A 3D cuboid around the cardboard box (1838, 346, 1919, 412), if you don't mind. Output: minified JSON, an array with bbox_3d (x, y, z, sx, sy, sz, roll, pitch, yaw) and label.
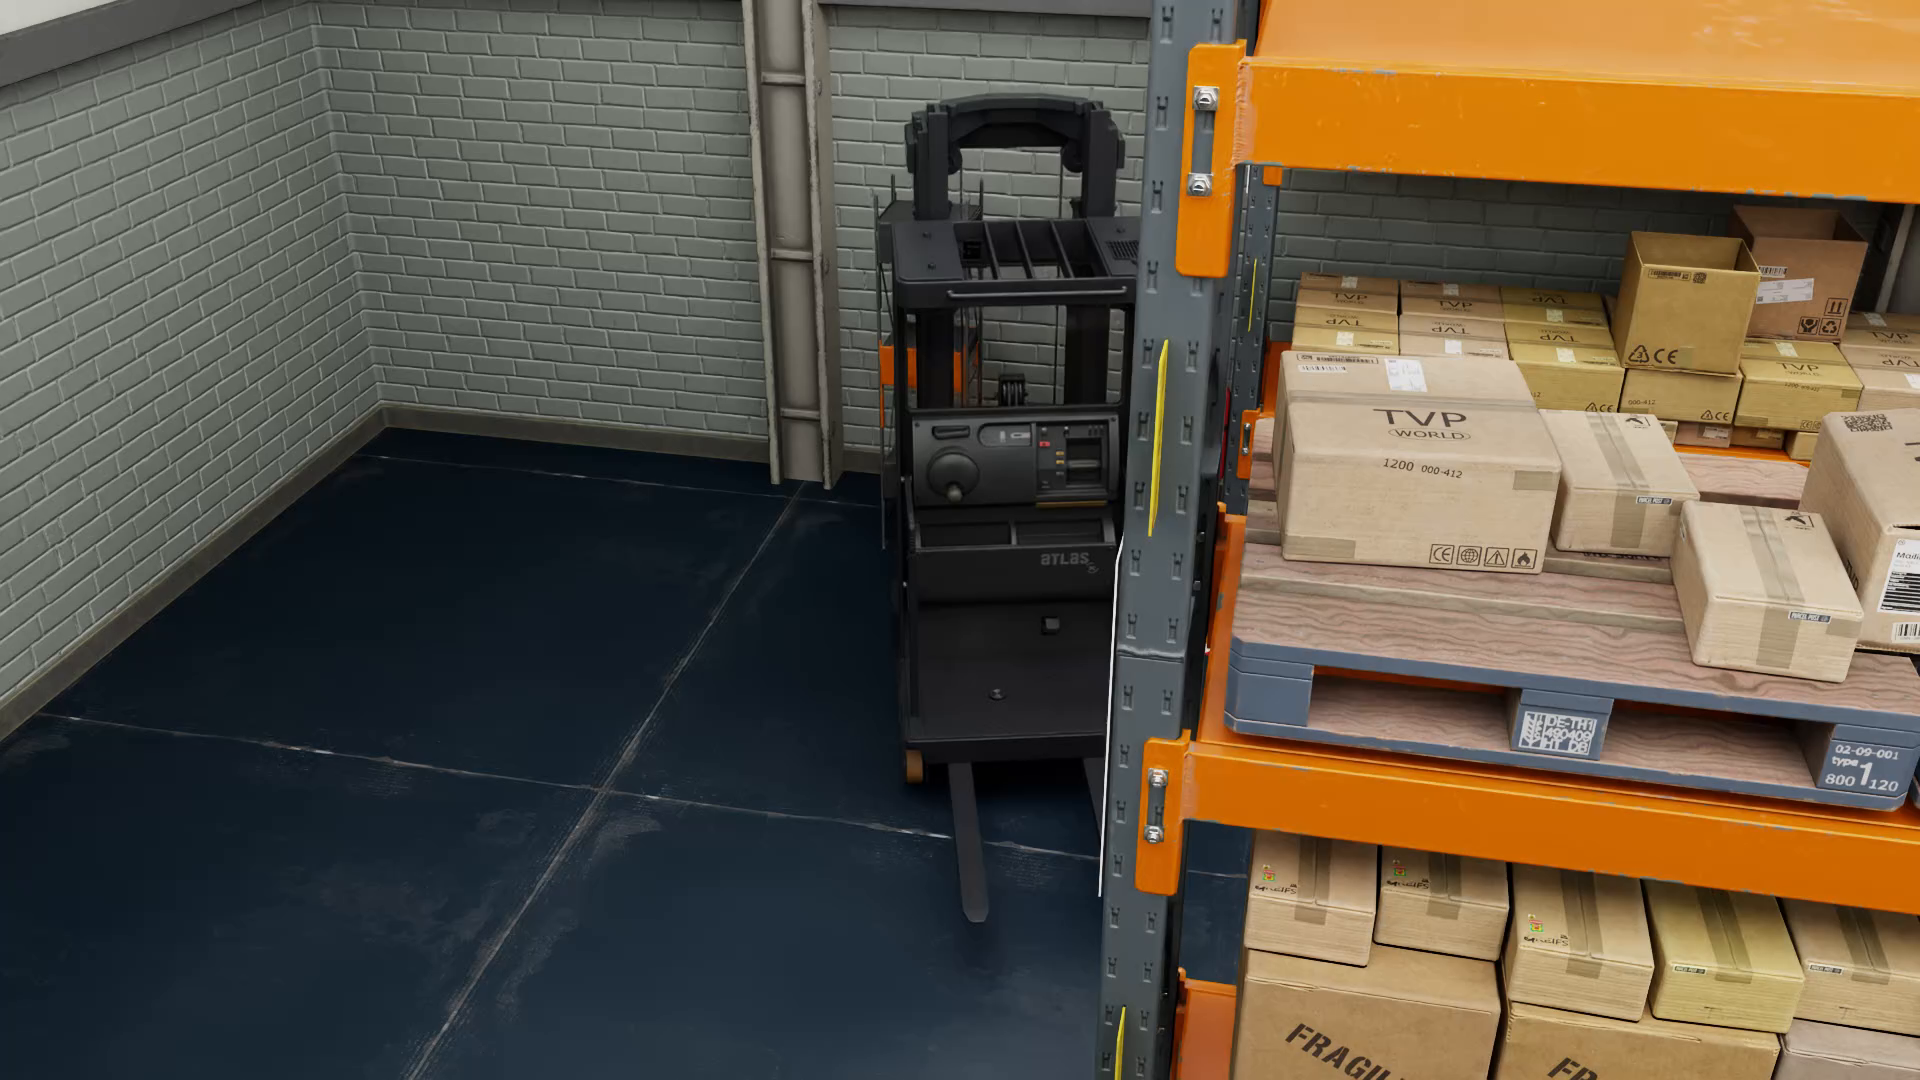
[{"bbox_3d":[4.361,-0.671,7.699,0.500,0.250,0.500,6,29,11],"label":"cardboard box"}]

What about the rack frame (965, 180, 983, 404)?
[{"bbox_3d":[0.077,-0.913,9.231,0.015,2.100,0.400,6,29,11],"label":"rack frame"}]

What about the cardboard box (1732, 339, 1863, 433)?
[{"bbox_3d":[3.876,-0.727,7.802,0.500,0.250,0.500,6,29,10],"label":"cardboard box"}]

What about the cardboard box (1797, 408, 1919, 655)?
[{"bbox_3d":[1.911,-0.028,3.105,0.500,0.311,0.500,6,29,11],"label":"cardboard box"}]

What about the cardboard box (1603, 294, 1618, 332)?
[{"bbox_3d":[3.495,-1.014,8.326,0.500,0.250,0.500,6,29,10],"label":"cardboard box"}]

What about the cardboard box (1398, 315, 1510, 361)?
[{"bbox_3d":[2.371,-0.870,8.062,0.500,0.250,0.500,6,29,11],"label":"cardboard box"}]

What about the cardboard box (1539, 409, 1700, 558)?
[{"bbox_3d":[1.344,-0.123,3.447,0.250,0.149,0.380,4,29,7],"label":"cardboard box"}]

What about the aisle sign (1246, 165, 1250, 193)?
[{"bbox_3d":[1.363,-2.037,7.640,0.004,0.787,0.394,6,29,11],"label":"aisle sign"}]

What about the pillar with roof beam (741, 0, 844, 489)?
[{"bbox_3d":[-1.857,-2.331,4.637,0.400,9.000,9.100,6,29,11],"label":"pillar with roof beam"}]

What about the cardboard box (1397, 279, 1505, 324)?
[{"bbox_3d":[2.500,-1.119,8.516,0.500,0.250,0.500,6,29,11],"label":"cardboard box"}]

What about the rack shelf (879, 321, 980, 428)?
[{"bbox_3d":[-0.162,-0.926,9.283,0.480,0.518,0.431,6,29,11],"label":"rack shelf"}]

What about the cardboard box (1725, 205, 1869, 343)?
[{"bbox_3d":[4.002,-1.295,8.057,0.500,0.500,0.500,5,29,9],"label":"cardboard box"}]

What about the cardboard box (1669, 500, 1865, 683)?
[{"bbox_3d":[1.474,0.087,3.064,0.250,0.149,0.380,7,29,12],"label":"cardboard box"}]

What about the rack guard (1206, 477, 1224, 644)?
[{"bbox_3d":[1.565,0.076,9.090,0.348,0.500,1.175,6,29,11],"label":"rack guard"}]

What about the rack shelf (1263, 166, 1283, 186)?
[{"bbox_3d":[3.447,-1.828,7.590,4.000,0.370,1.077,6,29,11],"label":"rack shelf"}]

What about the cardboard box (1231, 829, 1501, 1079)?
[{"bbox_3d":[0.868,1.003,3.649,0.500,0.500,0.500,5,29,9],"label":"cardboard box"}]

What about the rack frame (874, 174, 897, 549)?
[{"bbox_3d":[-0.401,-0.962,9.321,0.015,2.100,0.400,6,29,11],"label":"rack frame"}]

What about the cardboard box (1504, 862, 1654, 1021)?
[{"bbox_3d":[1.249,0.775,3.390,0.250,0.149,0.380,7,29,12],"label":"cardboard box"}]

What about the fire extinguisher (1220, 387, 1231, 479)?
[{"bbox_3d":[1.251,-0.628,8.243,0.183,0.674,0.296,6,29,11],"label":"fire extinguisher"}]

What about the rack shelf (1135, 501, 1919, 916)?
[{"bbox_3d":[2.414,0.504,3.331,4.000,0.370,1.077,6,29,11],"label":"rack shelf"}]

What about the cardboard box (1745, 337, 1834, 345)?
[{"bbox_3d":[3.979,-0.968,8.240,0.500,0.250,0.500,6,29,12],"label":"cardboard box"}]

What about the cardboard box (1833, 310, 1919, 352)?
[{"bbox_3d":[4.483,-0.915,8.144,0.500,0.250,0.500,6,29,10],"label":"cardboard box"}]

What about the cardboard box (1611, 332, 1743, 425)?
[{"bbox_3d":[3.372,-0.780,7.897,0.500,0.250,0.500,5,29,9],"label":"cardboard box"}]

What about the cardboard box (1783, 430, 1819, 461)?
[{"bbox_3d":[4.013,-0.512,7.823,0.250,0.149,0.380,5,29,10],"label":"cardboard box"}]

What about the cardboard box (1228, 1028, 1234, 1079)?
[{"bbox_3d":[0.867,1.443,3.887,0.500,0.500,0.500,6,29,10],"label":"cardboard box"}]

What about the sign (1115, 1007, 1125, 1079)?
[{"bbox_3d":[0.336,1.149,3.543,0.005,0.325,0.100,6,29,11],"label":"sign"}]

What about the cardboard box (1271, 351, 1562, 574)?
[{"bbox_3d":[0.917,-0.172,3.431,0.500,0.250,0.500,3,29,6],"label":"cardboard box"}]

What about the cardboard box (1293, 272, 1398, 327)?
[{"bbox_3d":[1.996,-1.171,8.612,0.500,0.250,0.500,7,29,12],"label":"cardboard box"}]

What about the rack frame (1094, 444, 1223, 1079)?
[{"bbox_3d":[0.458,1.304,4.245,0.127,3.000,1.000,6,29,11],"label":"rack frame"}]

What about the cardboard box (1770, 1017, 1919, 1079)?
[{"bbox_3d":[1.880,1.100,3.473,0.500,0.500,0.500,6,29,10],"label":"cardboard box"}]

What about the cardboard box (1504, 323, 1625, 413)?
[{"bbox_3d":[2.868,-0.821,7.972,0.500,0.250,0.500,5,29,10],"label":"cardboard box"}]

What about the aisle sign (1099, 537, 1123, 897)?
[{"bbox_3d":[0.327,0.292,3.385,0.004,0.787,0.394,6,29,11],"label":"aisle sign"}]

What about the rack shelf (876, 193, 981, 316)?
[{"bbox_3d":[-0.162,-1.540,8.946,0.480,0.518,0.431,6,29,11],"label":"rack shelf"}]

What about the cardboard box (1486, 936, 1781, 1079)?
[{"bbox_3d":[1.375,1.052,3.560,0.500,0.500,0.500,5,29,9],"label":"cardboard box"}]

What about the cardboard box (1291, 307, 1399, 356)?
[{"bbox_3d":[1.878,-0.921,8.154,0.500,0.250,0.500,6,29,11],"label":"cardboard box"}]

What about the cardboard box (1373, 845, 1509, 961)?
[{"bbox_3d":[1.019,0.695,3.536,0.250,0.149,0.380,7,29,12],"label":"cardboard box"}]

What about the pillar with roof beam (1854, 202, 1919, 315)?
[{"bbox_3d":[4.011,-1.730,3.538,0.400,9.000,9.100,6,29,11],"label":"pillar with roof beam"}]

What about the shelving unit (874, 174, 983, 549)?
[{"bbox_3d":[-0.162,-0.938,9.276,0.503,2.100,0.431,6,29,11],"label":"shelving unit"}]

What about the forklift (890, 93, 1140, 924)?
[{"bbox_3d":[0.268,-0.322,7.286,1.130,2.935,3.031,-2,29,-3],"label":"forklift"}]

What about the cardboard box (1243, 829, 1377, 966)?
[{"bbox_3d":[0.747,0.702,3.523,0.250,0.149,0.380,6,29,12],"label":"cardboard box"}]

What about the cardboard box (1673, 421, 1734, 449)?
[{"bbox_3d":[3.533,-0.593,7.971,0.250,0.149,0.380,6,29,10],"label":"cardboard box"}]

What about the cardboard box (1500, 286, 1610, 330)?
[{"bbox_3d":[2.983,-1.067,8.422,0.500,0.250,0.500,7,29,12],"label":"cardboard box"}]

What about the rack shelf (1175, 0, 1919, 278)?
[{"bbox_3d":[2.414,-0.636,2.707,4.000,0.370,1.077,6,29,11],"label":"rack shelf"}]

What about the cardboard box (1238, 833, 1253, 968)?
[{"bbox_3d":[0.979,0.758,4.097,0.500,0.500,0.500,7,29,12],"label":"cardboard box"}]

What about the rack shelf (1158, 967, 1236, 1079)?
[{"bbox_3d":[2.414,1.820,4.052,4.000,0.370,1.077,6,29,11],"label":"rack shelf"}]

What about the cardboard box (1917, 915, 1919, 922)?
[{"bbox_3d":[2.013,0.839,3.273,0.250,0.149,0.380,6,29,11],"label":"cardboard box"}]

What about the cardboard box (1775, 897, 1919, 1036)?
[{"bbox_3d":[1.778,0.794,3.354,0.250,0.149,0.380,6,29,11],"label":"cardboard box"}]

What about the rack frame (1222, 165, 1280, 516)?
[{"bbox_3d":[1.491,-1.028,8.504,0.127,3.000,1.000,6,29,11],"label":"rack frame"}]

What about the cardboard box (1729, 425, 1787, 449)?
[{"bbox_3d":[3.784,-0.590,7.966,0.250,0.149,0.380,6,29,11],"label":"cardboard box"}]

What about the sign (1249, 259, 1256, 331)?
[{"bbox_3d":[1.378,-1.153,7.831,0.005,0.325,0.100,6,29,11],"label":"sign"}]

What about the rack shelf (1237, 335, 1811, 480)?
[{"bbox_3d":[3.447,-0.512,8.310,4.000,0.370,1.077,6,29,11],"label":"rack shelf"}]

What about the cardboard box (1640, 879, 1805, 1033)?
[{"bbox_3d":[1.510,0.793,3.357,0.250,0.149,0.380,5,29,9],"label":"cardboard box"}]

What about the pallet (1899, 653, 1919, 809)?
[{"bbox_3d":[2.382,0.217,3.198,1.213,0.211,1.003,6,29,11],"label":"pallet"}]

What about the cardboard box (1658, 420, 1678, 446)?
[{"bbox_3d":[3.266,-0.587,7.959,0.250,0.149,0.380,7,29,12],"label":"cardboard box"}]

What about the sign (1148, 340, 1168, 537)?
[{"bbox_3d":[0.336,-0.170,2.821,0.005,0.325,0.100,6,29,11],"label":"sign"}]

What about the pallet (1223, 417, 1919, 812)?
[{"bbox_3d":[1.186,0.096,3.419,1.213,0.211,1.003,6,29,11],"label":"pallet"}]

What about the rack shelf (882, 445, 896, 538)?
[{"bbox_3d":[-0.162,-0.312,9.619,0.480,0.518,0.431,6,29,11],"label":"rack shelf"}]

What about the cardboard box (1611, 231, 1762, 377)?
[{"bbox_3d":[3.345,-1.099,7.700,0.500,0.500,0.500,7,29,12],"label":"cardboard box"}]

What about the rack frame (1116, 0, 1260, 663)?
[{"bbox_3d":[0.458,-1.328,2.805,0.127,3.000,1.000,6,29,11],"label":"rack frame"}]
